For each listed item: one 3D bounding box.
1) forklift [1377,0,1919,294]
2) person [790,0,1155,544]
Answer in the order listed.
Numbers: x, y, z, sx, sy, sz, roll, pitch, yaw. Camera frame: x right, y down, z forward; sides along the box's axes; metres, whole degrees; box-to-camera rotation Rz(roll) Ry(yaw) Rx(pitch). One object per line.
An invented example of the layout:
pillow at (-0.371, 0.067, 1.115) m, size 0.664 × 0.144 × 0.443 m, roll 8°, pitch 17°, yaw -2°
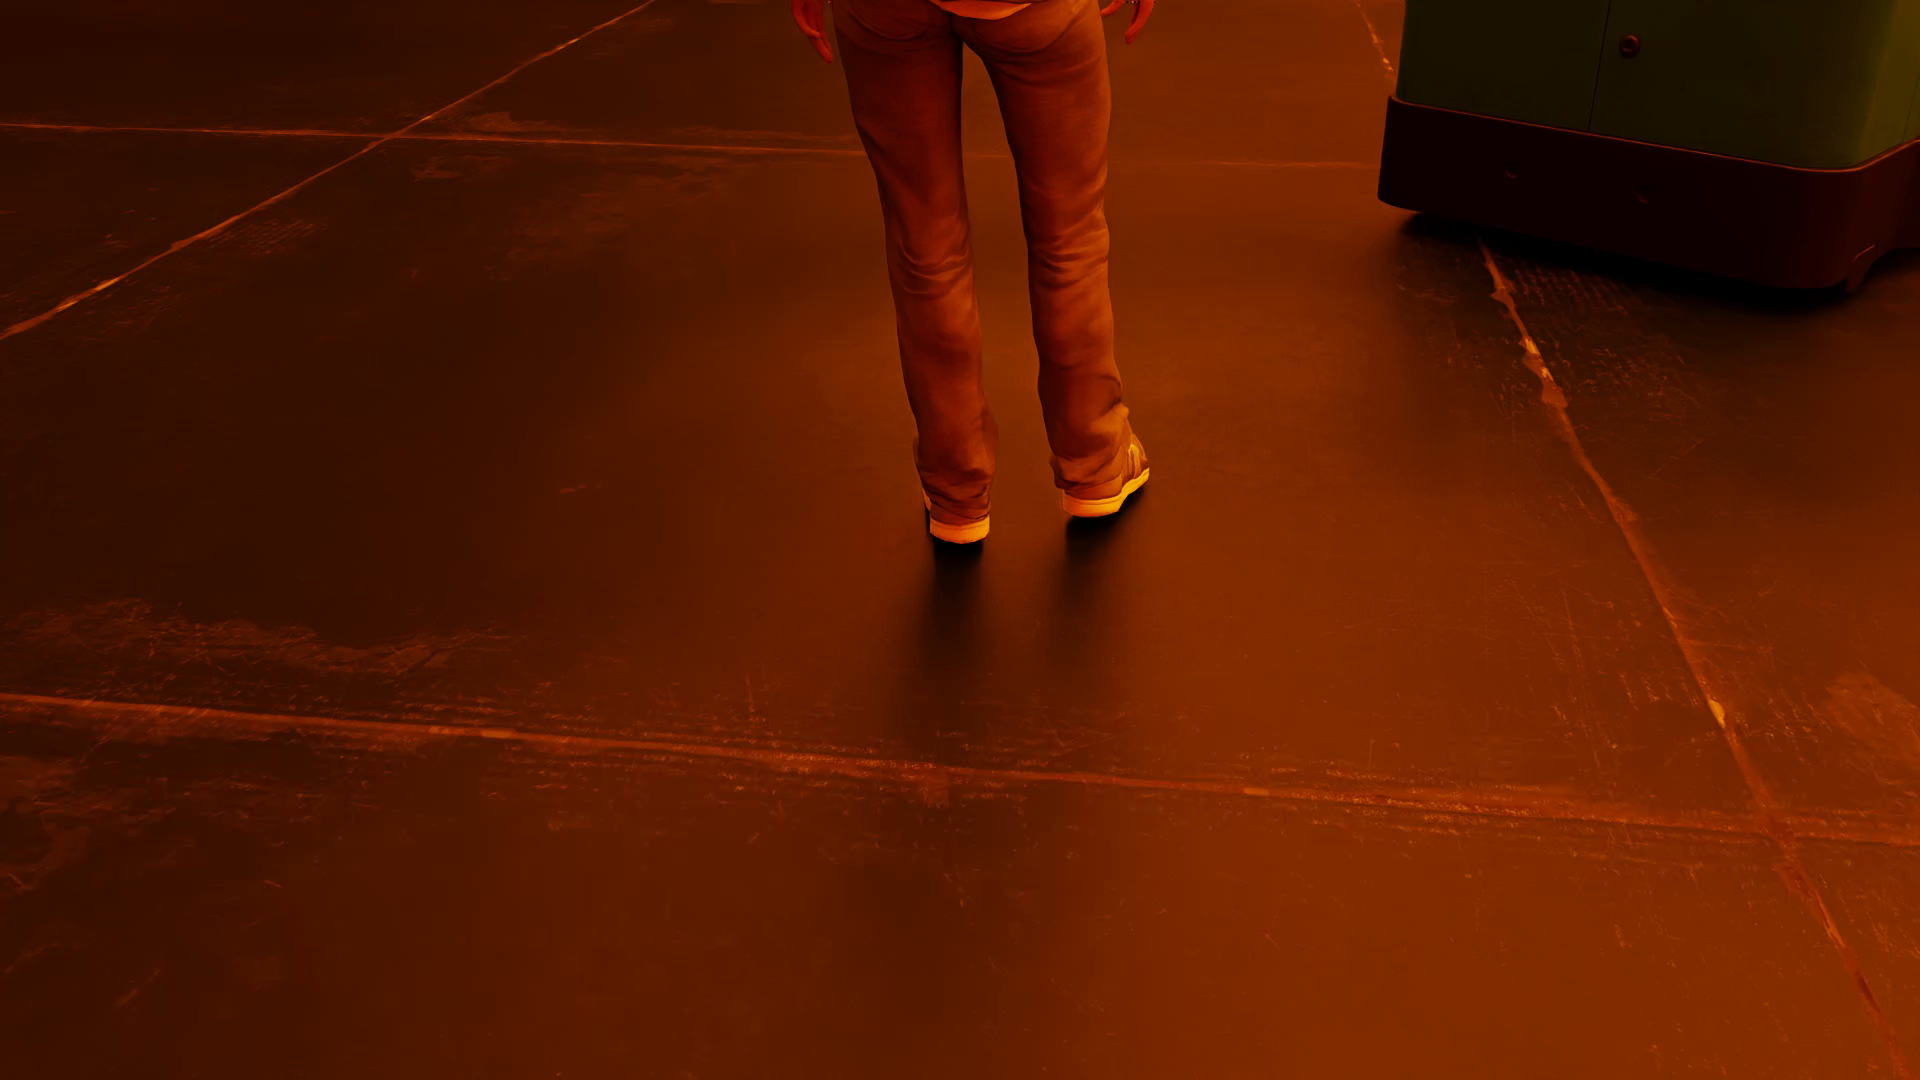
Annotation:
forklift at (2.389, -2.379, 3.986) m, size 1.130 × 2.935 × 3.031 m, roll 24°, pitch 35°, yaw 39°
person at (0.024, -0.754, 2.205) m, size 0.520 × 1.599 × 0.473 m, roll 3°, pitch 27°, yaw 7°
